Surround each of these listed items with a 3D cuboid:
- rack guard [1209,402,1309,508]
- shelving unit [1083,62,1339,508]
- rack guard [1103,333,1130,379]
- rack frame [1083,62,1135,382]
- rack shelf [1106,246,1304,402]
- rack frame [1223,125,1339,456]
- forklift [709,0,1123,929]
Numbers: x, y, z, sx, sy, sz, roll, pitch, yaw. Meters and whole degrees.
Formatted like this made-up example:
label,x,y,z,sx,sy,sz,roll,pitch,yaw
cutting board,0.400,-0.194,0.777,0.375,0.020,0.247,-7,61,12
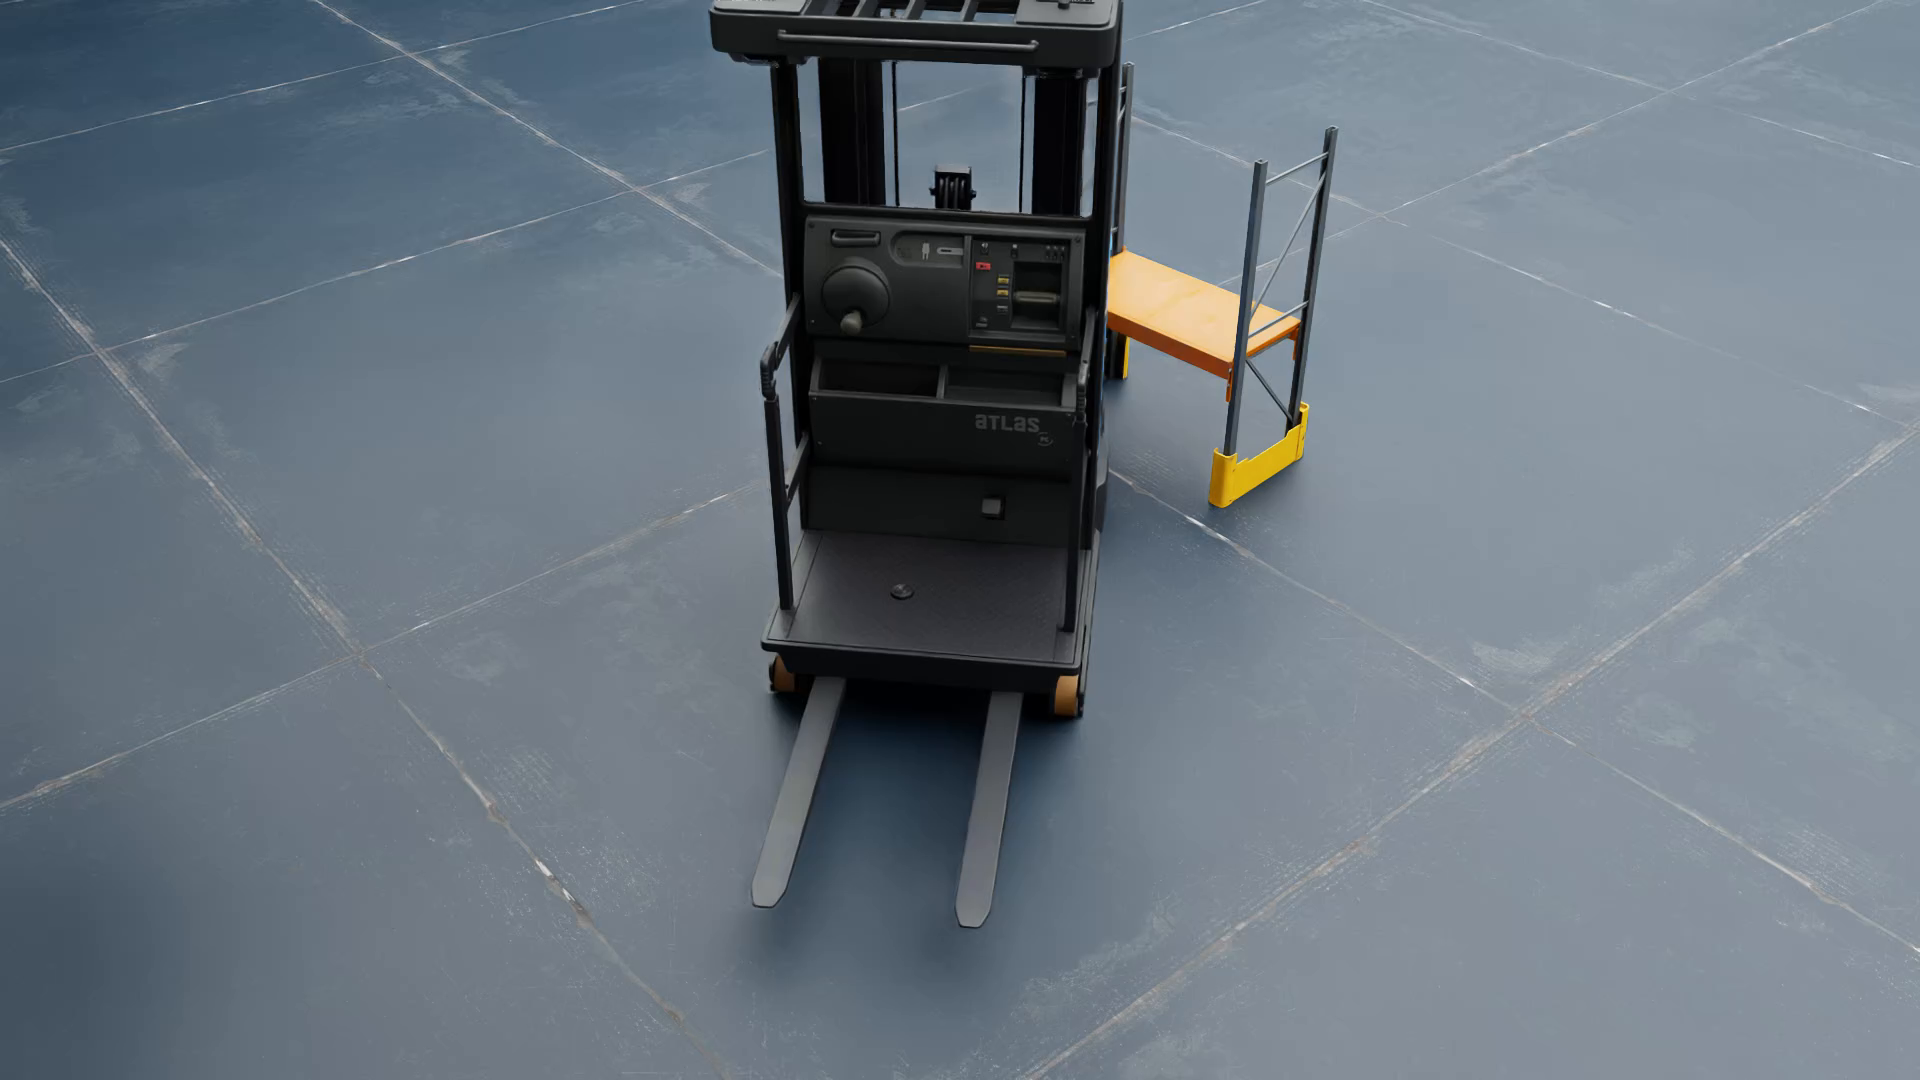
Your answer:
label,x,y,z,sx,sy,sz,roll,pitch,yaw
rack guard,1.270,-0.369,7.054,0.087,0.250,0.587,30,45,35
shelving unit,0.915,-1.081,6.978,1.083,1.500,0.587,30,45,35
rack guard,0.561,-0.773,7.625,0.087,0.250,0.587,30,45,35
rack frame,0.547,-1.291,7.275,0.032,1.500,0.500,30,45,35
rack shelf,0.909,-0.938,7.087,1.000,0.185,0.538,30,45,35
rack frame,1.271,-0.878,6.692,0.032,1.500,0.500,30,45,35
forklift,-0.081,-0.789,5.329,1.130,2.935,3.031,4,36,6
